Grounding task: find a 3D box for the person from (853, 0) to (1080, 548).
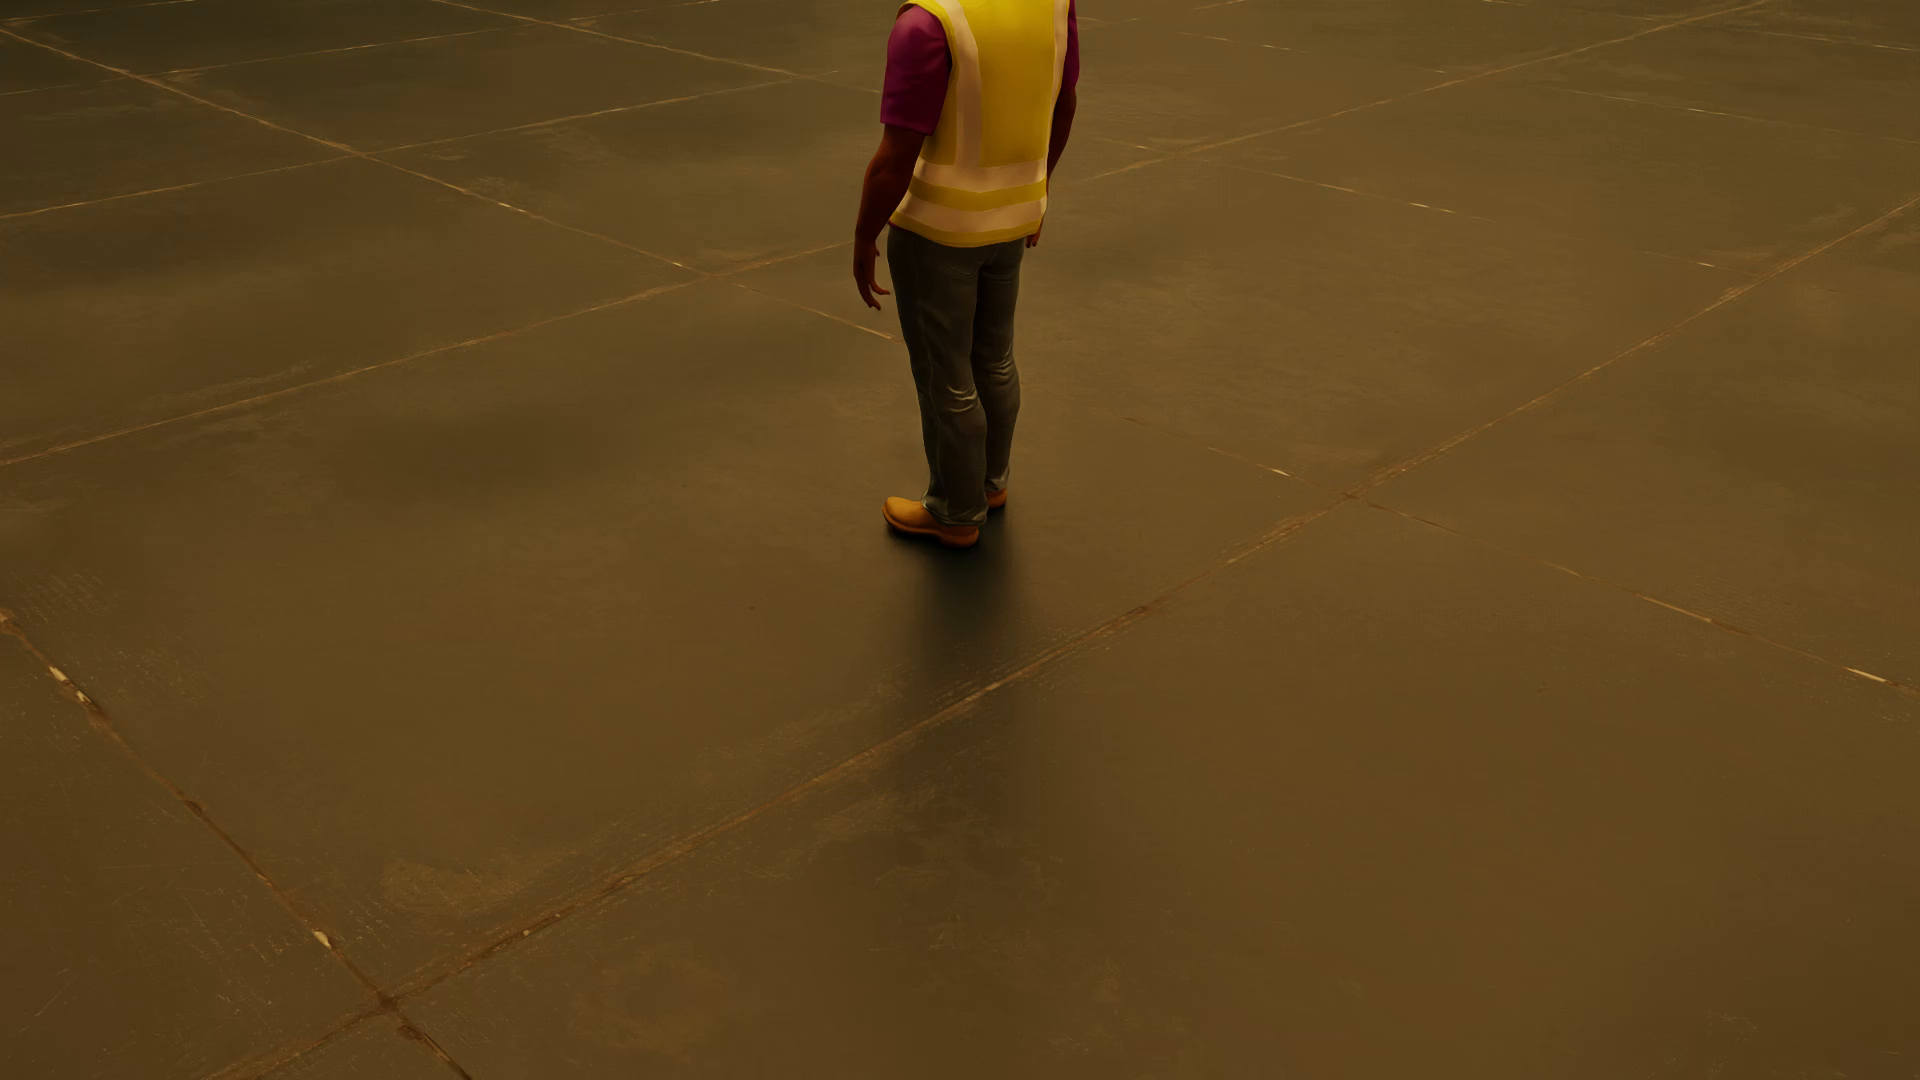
[{"bbox_3d":[-0.045,-0.823,4.199,0.665,1.768,0.575,-24,35,-39],"label":"person"}]
